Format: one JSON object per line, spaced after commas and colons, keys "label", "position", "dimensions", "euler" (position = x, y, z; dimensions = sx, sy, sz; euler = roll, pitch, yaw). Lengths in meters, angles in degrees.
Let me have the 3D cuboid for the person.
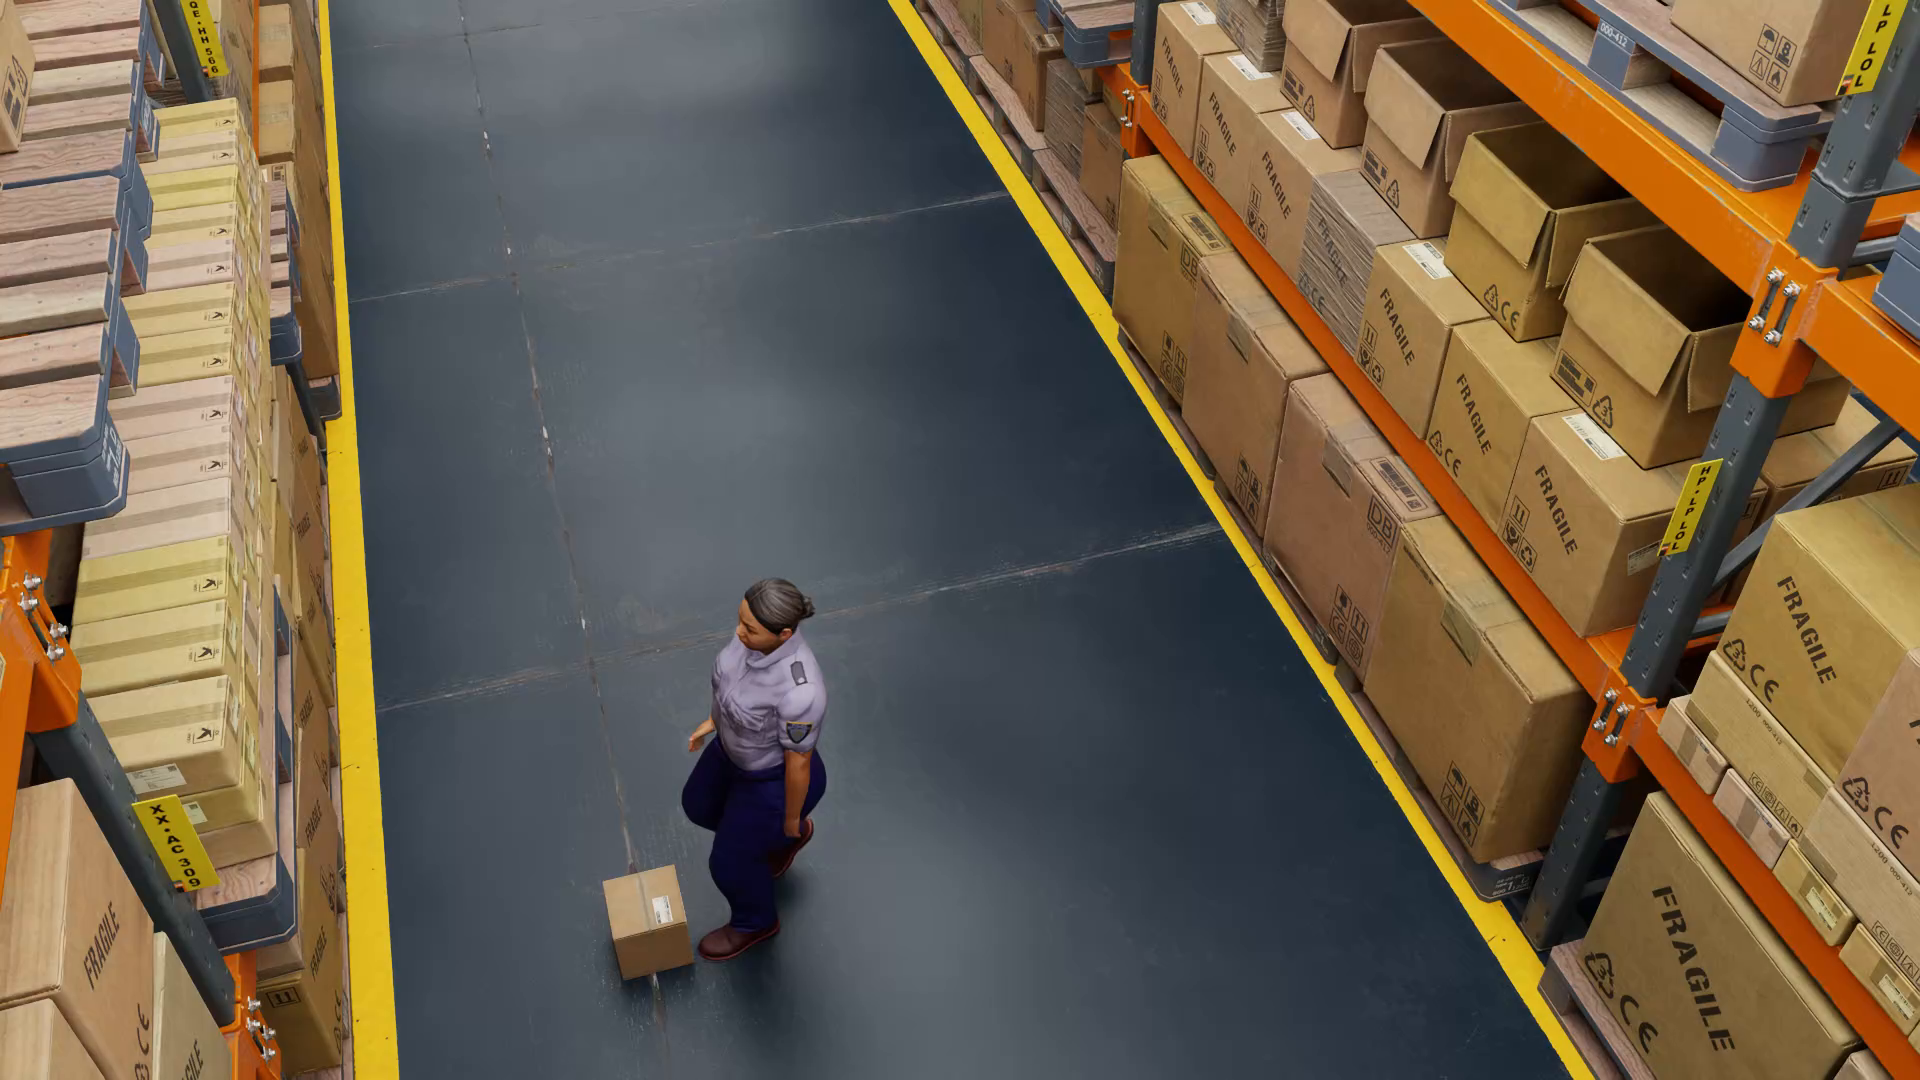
{"label": "person", "position": [-0.693, 0.742, 5.395], "dimensions": [0.537, 1.612, 0.496], "euler": [-16, 45, -17]}
